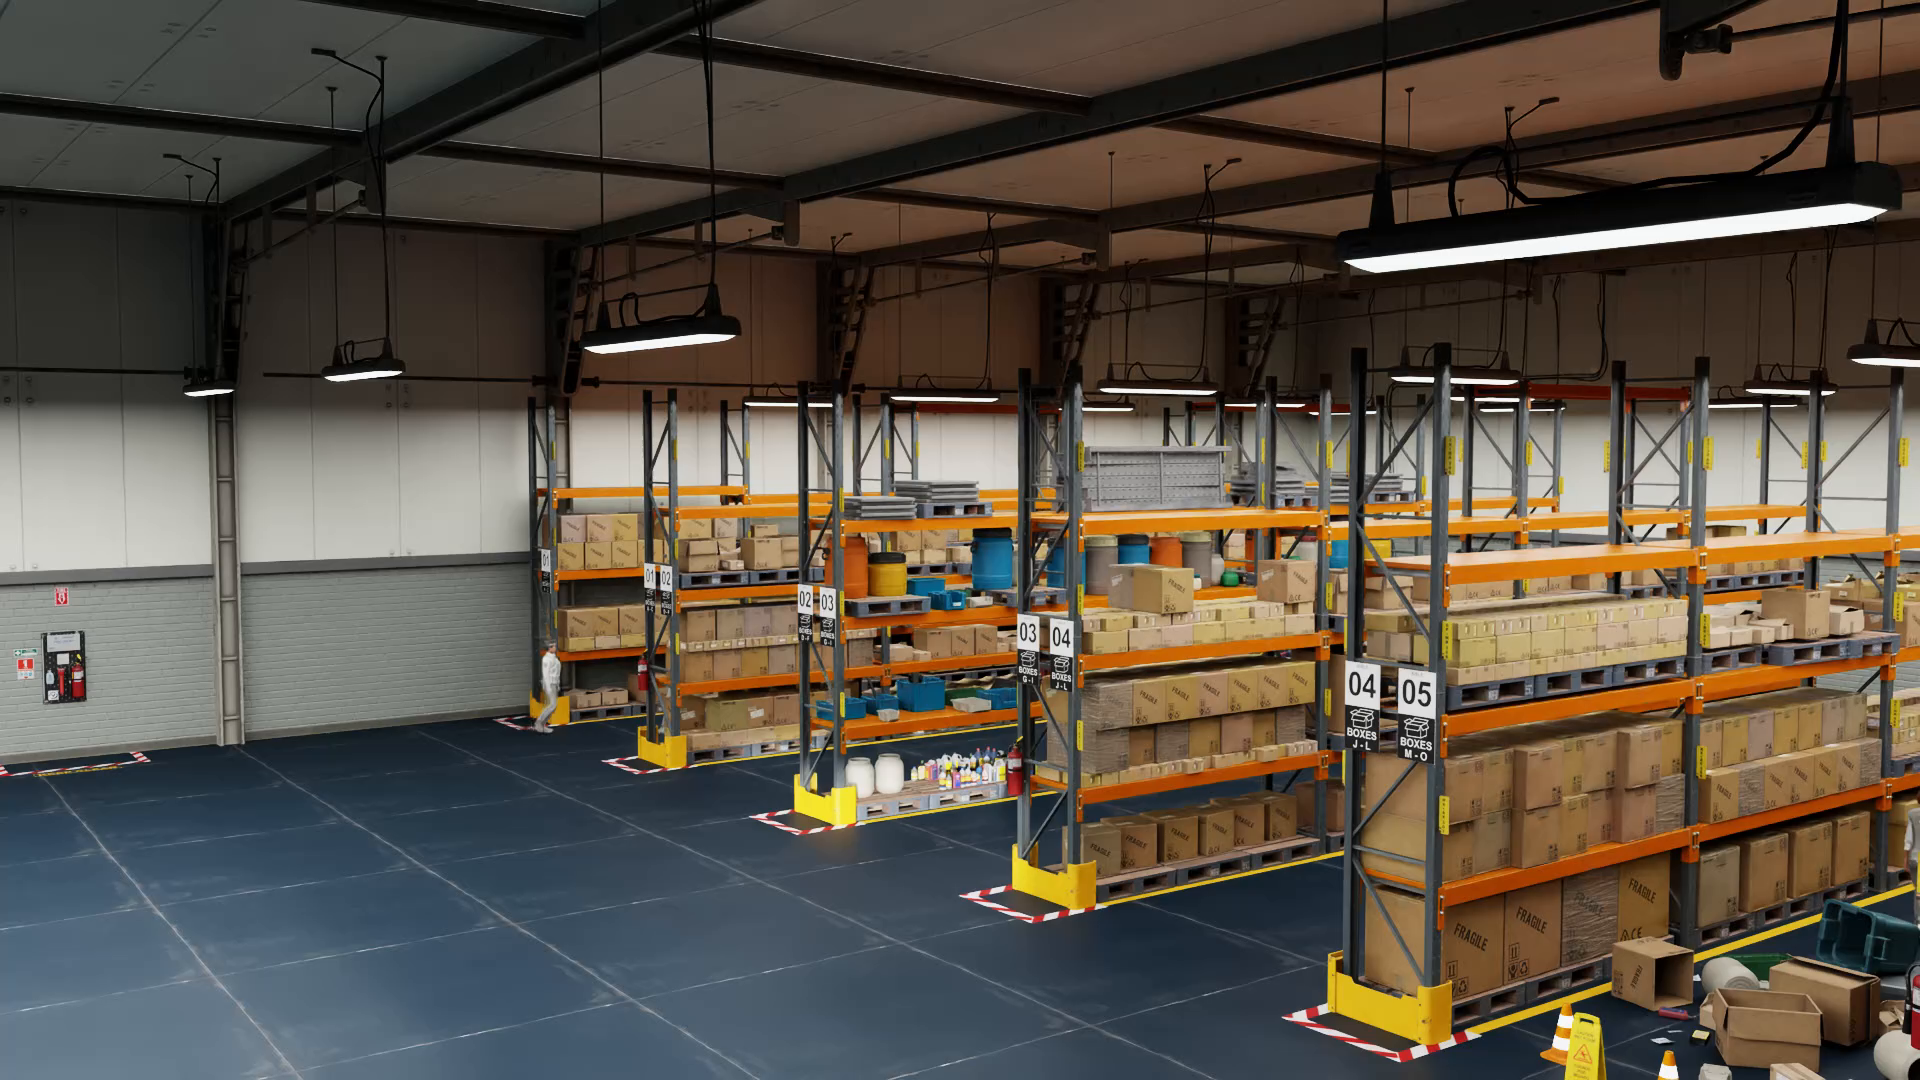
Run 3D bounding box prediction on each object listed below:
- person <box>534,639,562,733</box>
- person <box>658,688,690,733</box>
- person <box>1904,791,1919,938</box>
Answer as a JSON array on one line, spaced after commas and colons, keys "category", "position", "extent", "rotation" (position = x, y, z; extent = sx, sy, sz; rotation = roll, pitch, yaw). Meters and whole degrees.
[{"category": "person", "position": [-7.300, 2.585, 29.489], "extent": [0.424, 1.656, 0.599], "rotation": [0, 3, 7]}, {"category": "person", "position": [-5.028, 2.577, 29.606], "extent": [0.488, 1.638, 0.856], "rotation": [1, 3, 13]}, {"category": "person", "position": [10.000, 3.360, 17.216], "extent": [0.480, 1.583, 0.462], "rotation": [-3, 4, -37]}]
